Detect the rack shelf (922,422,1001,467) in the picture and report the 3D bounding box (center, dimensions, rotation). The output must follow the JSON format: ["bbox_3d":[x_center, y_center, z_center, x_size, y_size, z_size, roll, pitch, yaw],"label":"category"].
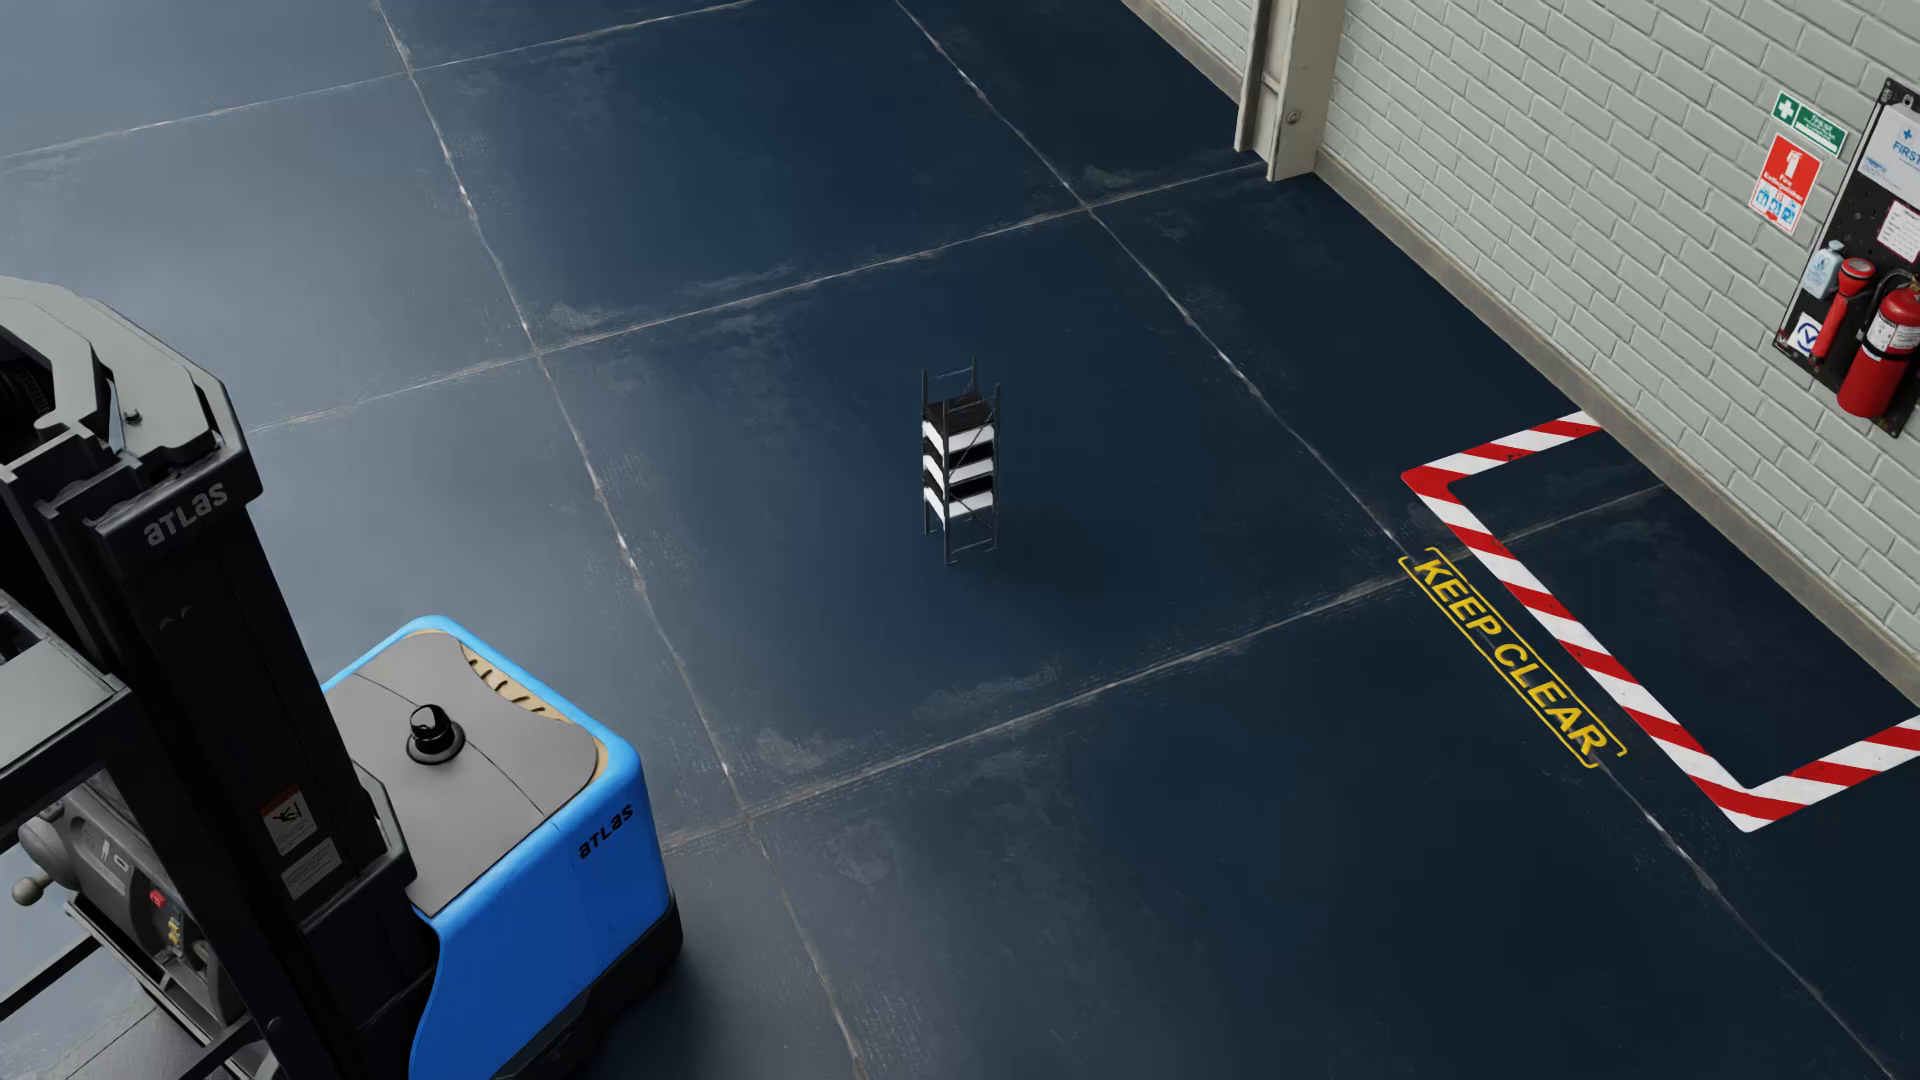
[{"bbox_3d":[0.003,-0.420,6.695,0.258,0.077,0.200,-18,47,-17],"label":"rack shelf"}]

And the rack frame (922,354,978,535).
[{"bbox_3d":[-0.039,-0.380,6.863,0.240,0.900,0.006,-18,47,-17],"label":"rack frame"}]

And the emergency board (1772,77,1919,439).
[{"bbox_3d":[3.278,-0.960,5.956,0.194,1.169,0.643,-18,47,-17],"label":"emergency board"}]

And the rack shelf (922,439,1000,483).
[{"bbox_3d":[0.003,-0.355,6.758,0.258,0.077,0.200,-18,47,-17],"label":"rack shelf"}]

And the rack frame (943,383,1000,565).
[{"bbox_3d":[0.046,-0.250,6.732,0.240,0.900,0.006,-18,47,-17],"label":"rack frame"}]

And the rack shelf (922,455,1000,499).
[{"bbox_3d":[0.003,-0.291,6.821,0.258,0.077,0.200,-18,47,-17],"label":"rack shelf"}]

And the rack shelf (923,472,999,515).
[{"bbox_3d":[0.003,-0.227,6.884,0.258,0.077,0.200,-18,47,-17],"label":"rack shelf"}]

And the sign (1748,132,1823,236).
[{"bbox_3d":[3.139,-1.355,6.331,0.001,0.329,0.234,-18,47,-17],"label":"sign"}]

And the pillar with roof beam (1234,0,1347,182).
[{"bbox_3d":[-2.147,-4.061,4.828,9.100,9.000,0.400,-18,47,-17],"label":"pillar with roof beam"}]

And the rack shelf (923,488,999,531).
[{"bbox_3d":[0.003,-0.163,6.947,0.258,0.077,0.200,-18,47,-17],"label":"rack shelf"}]

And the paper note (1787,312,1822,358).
[{"bbox_3d":[3.266,-0.779,6.400,0.016,0.148,0.142,-18,47,-17],"label":"paper note"}]

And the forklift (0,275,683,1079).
[{"bbox_3d":[-2.245,0.960,4.059,1.130,2.935,3.031,29,51,26],"label":"forklift"}]

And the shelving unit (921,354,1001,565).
[{"bbox_3d":[0.003,-0.315,6.798,0.258,0.900,0.210,-18,47,-17],"label":"shelving unit"}]

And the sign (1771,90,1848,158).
[{"bbox_3d":[3.132,-1.538,6.139,0.001,0.109,0.331,-18,47,-17],"label":"sign"}]

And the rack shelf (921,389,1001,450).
[{"bbox_3d":[0.003,-0.484,6.631,0.258,0.077,0.200,-18,47,-17],"label":"rack shelf"}]
